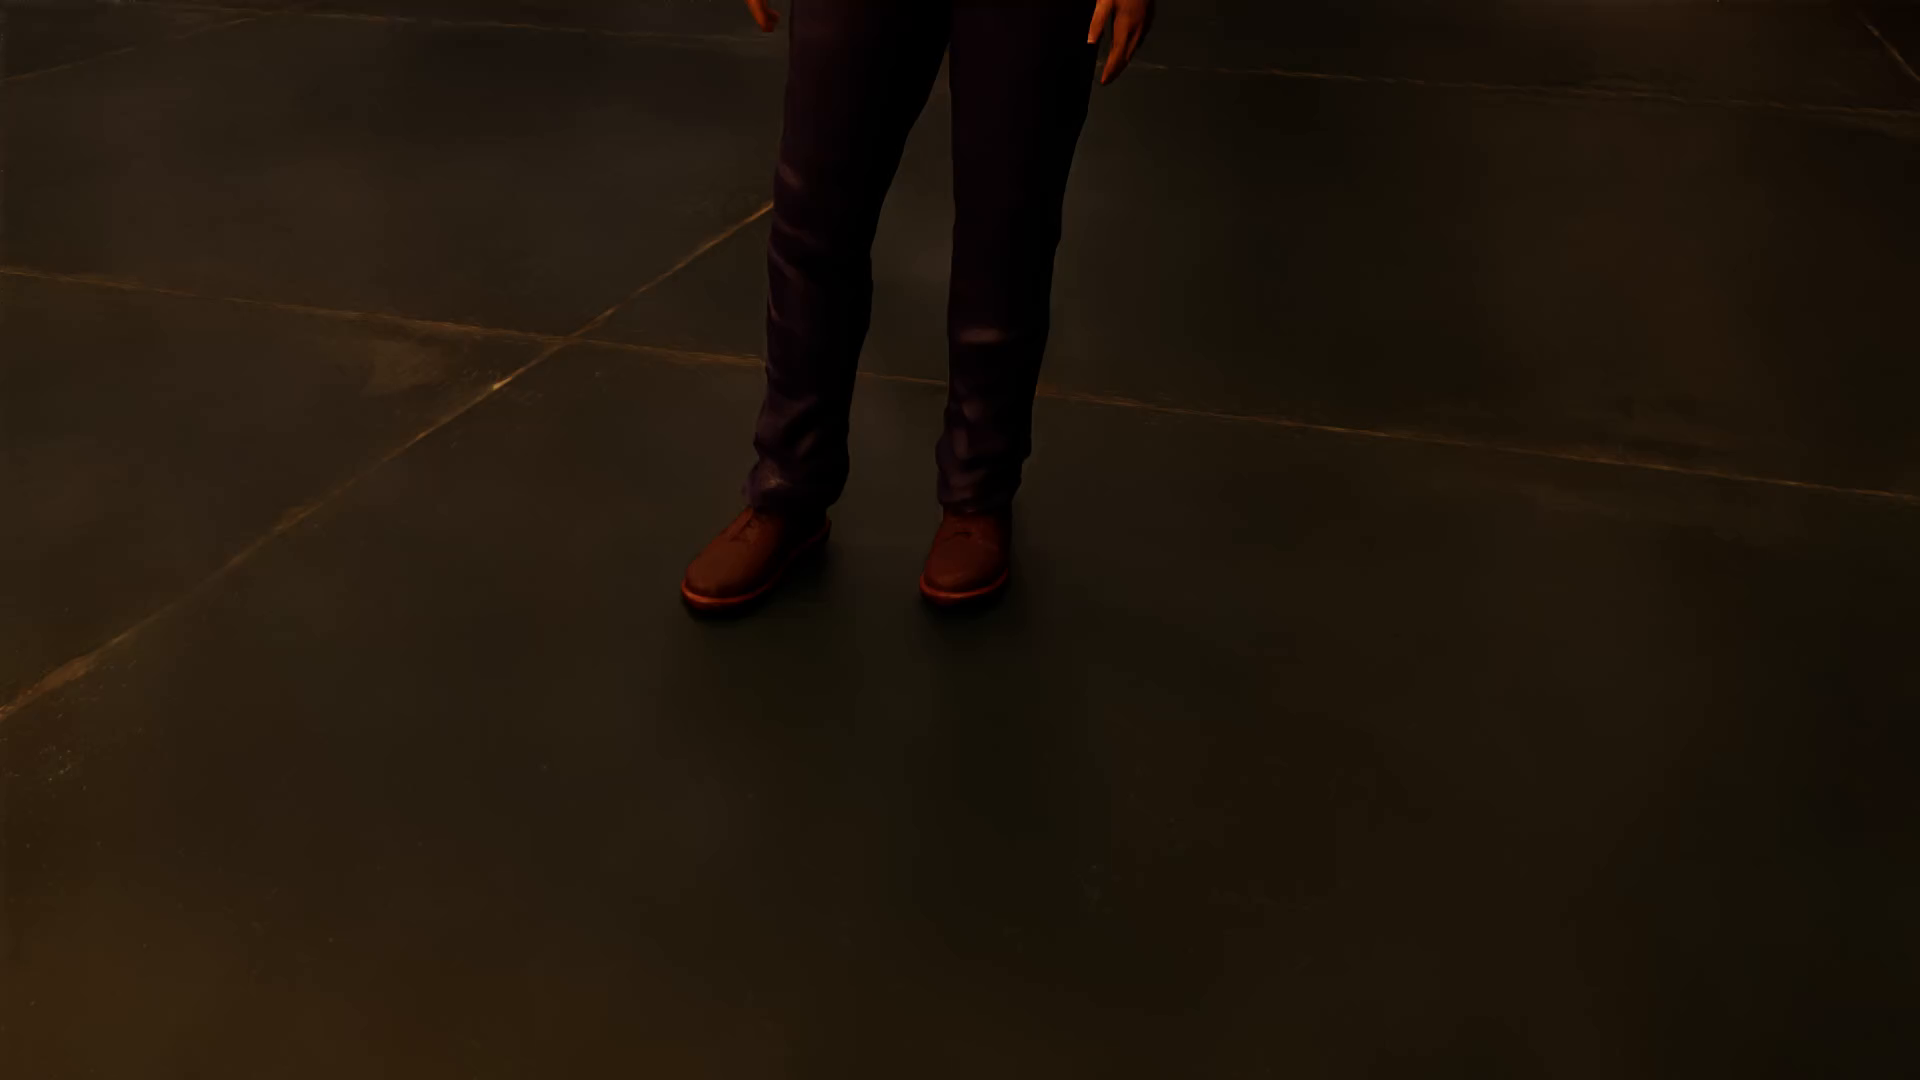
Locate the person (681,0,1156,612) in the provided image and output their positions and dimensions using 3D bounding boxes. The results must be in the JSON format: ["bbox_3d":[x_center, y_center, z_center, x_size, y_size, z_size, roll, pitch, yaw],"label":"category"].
[{"bbox_3d":[-0.049,-0.704,2.052,0.599,1.650,0.502,8,28,16],"label":"person"}]
